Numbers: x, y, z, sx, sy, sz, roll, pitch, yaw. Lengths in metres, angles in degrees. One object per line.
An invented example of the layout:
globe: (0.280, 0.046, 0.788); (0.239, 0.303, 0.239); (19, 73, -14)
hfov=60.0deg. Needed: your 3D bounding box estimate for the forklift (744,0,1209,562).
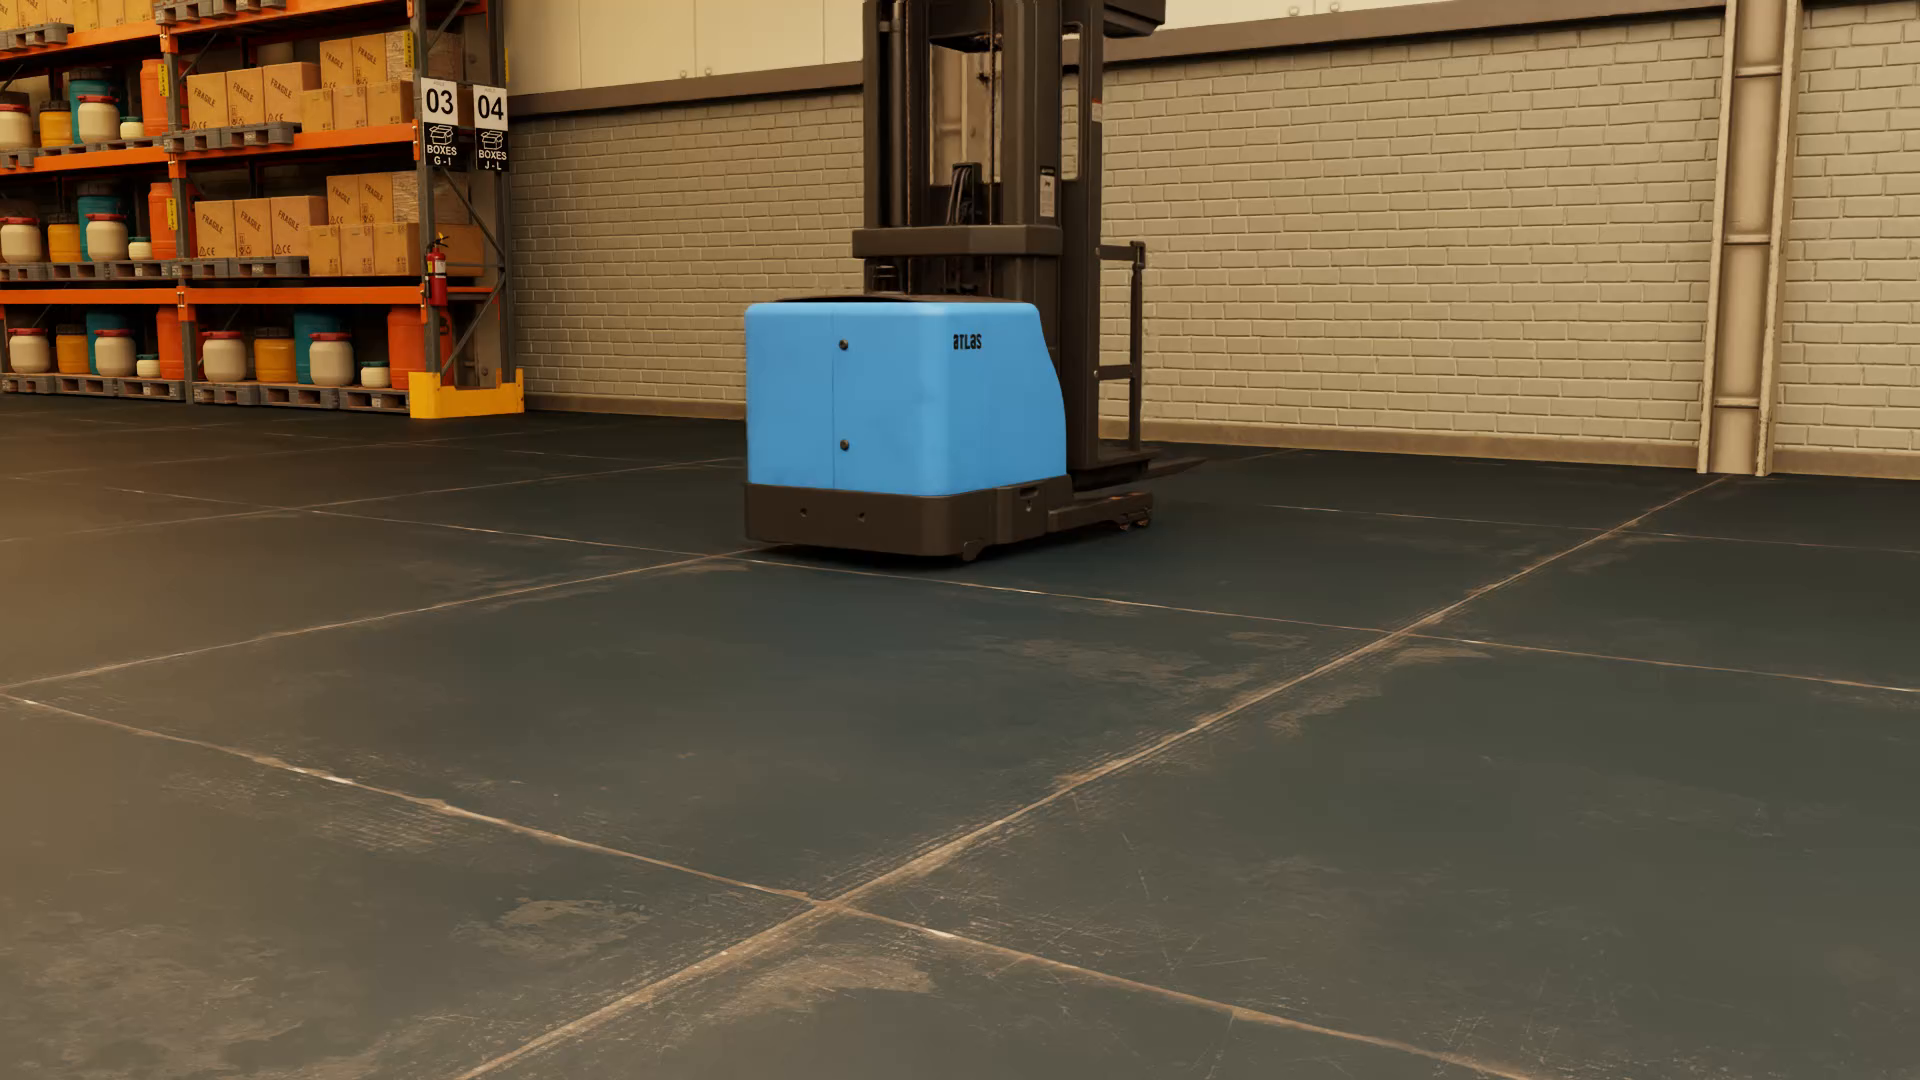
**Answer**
forklift: (0.286, -1.528, 7.935); (1.130, 2.935, 3.031); (5, 10, 32)
